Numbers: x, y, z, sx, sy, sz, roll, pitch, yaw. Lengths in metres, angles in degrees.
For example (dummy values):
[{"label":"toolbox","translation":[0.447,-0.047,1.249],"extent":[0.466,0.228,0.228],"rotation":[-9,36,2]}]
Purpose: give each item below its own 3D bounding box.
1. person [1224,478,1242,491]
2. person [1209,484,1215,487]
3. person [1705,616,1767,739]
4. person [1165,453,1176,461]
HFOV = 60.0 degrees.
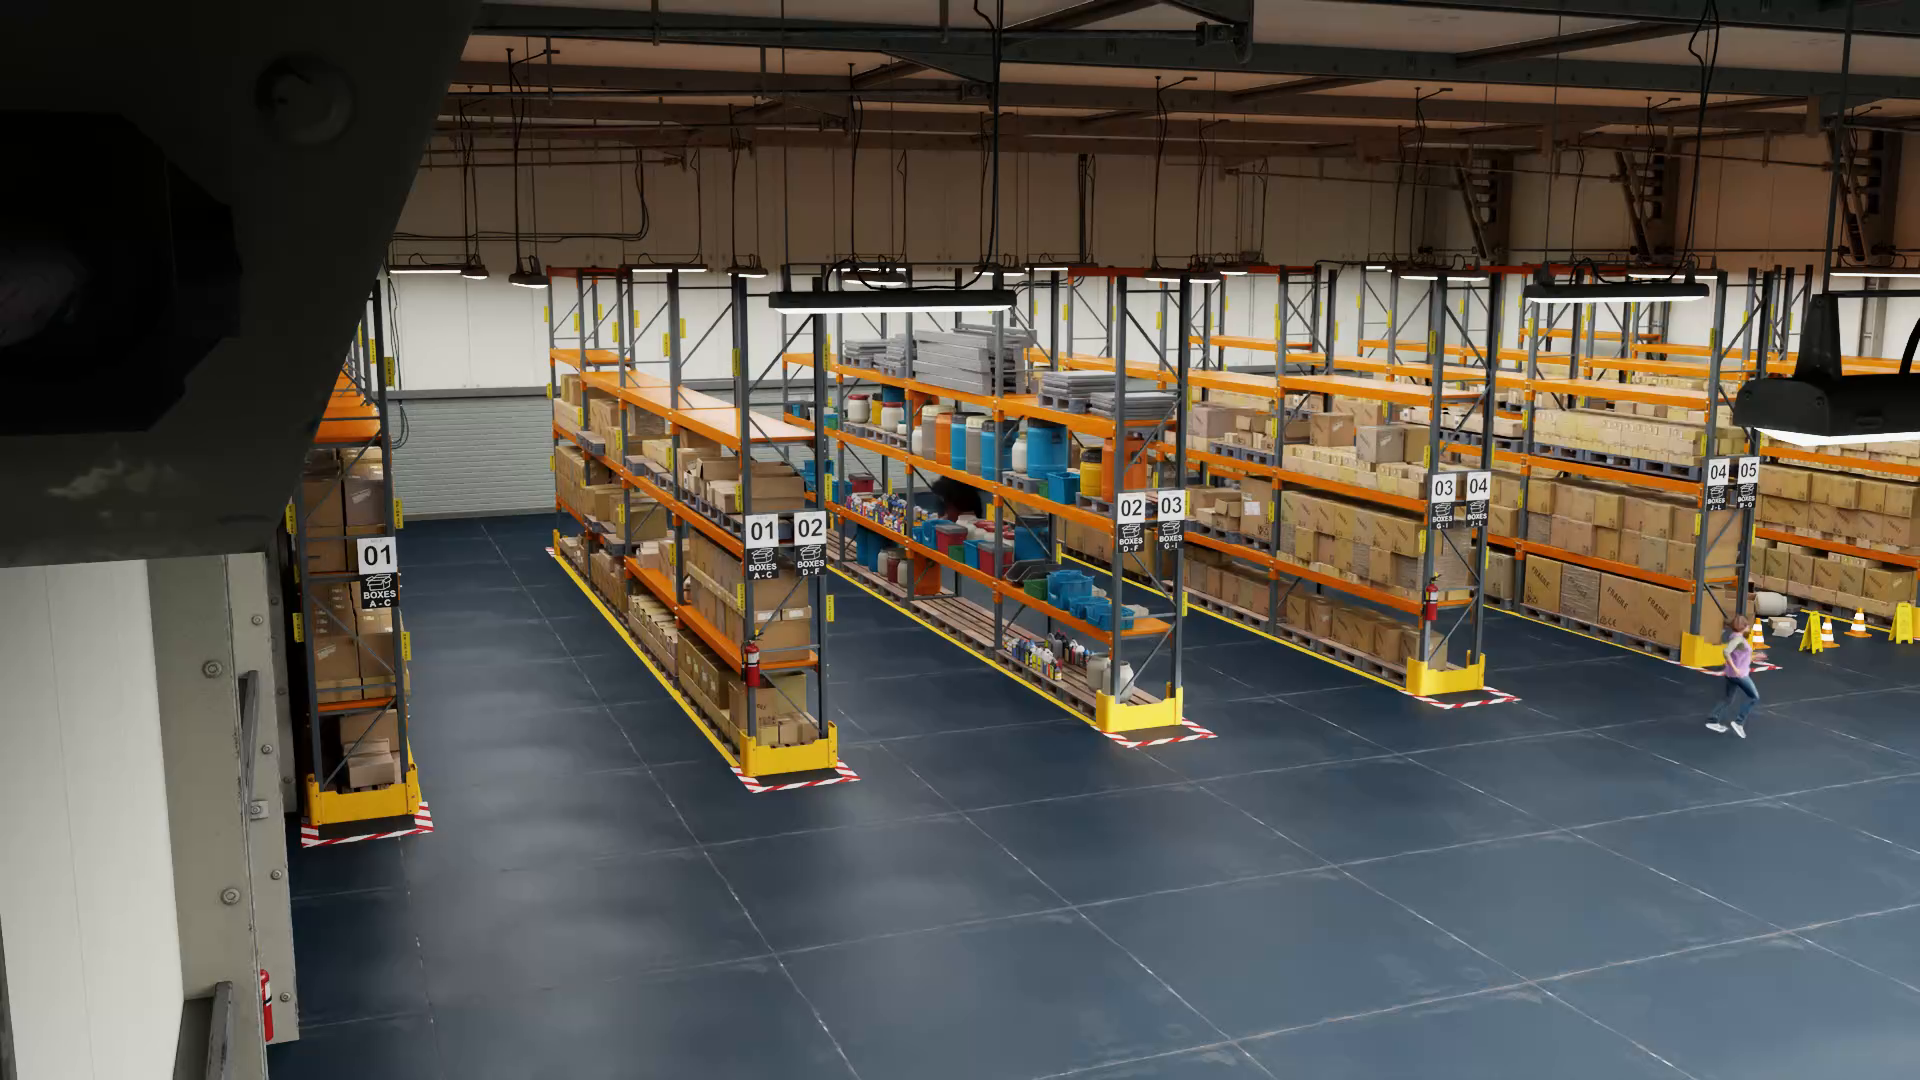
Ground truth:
[{"label":"person","translation":[6.994,-1.791,42.224],"extent":[0.644,1.625,0.604],"rotation":[-5,11,-25]},{"label":"person","translation":[5.098,-0.333,33.890],"extent":[0.582,1.620,0.531],"rotation":[-5,11,-24]},{"label":"person","translation":[10.182,1.798,21.777],"extent":[0.685,1.603,0.506],"rotation":[2,10,10]},{"label":"person","translation":[5.146,-1.730,41.578],"extent":[0.553,1.707,0.771],"rotation":[0,10,1]}]
